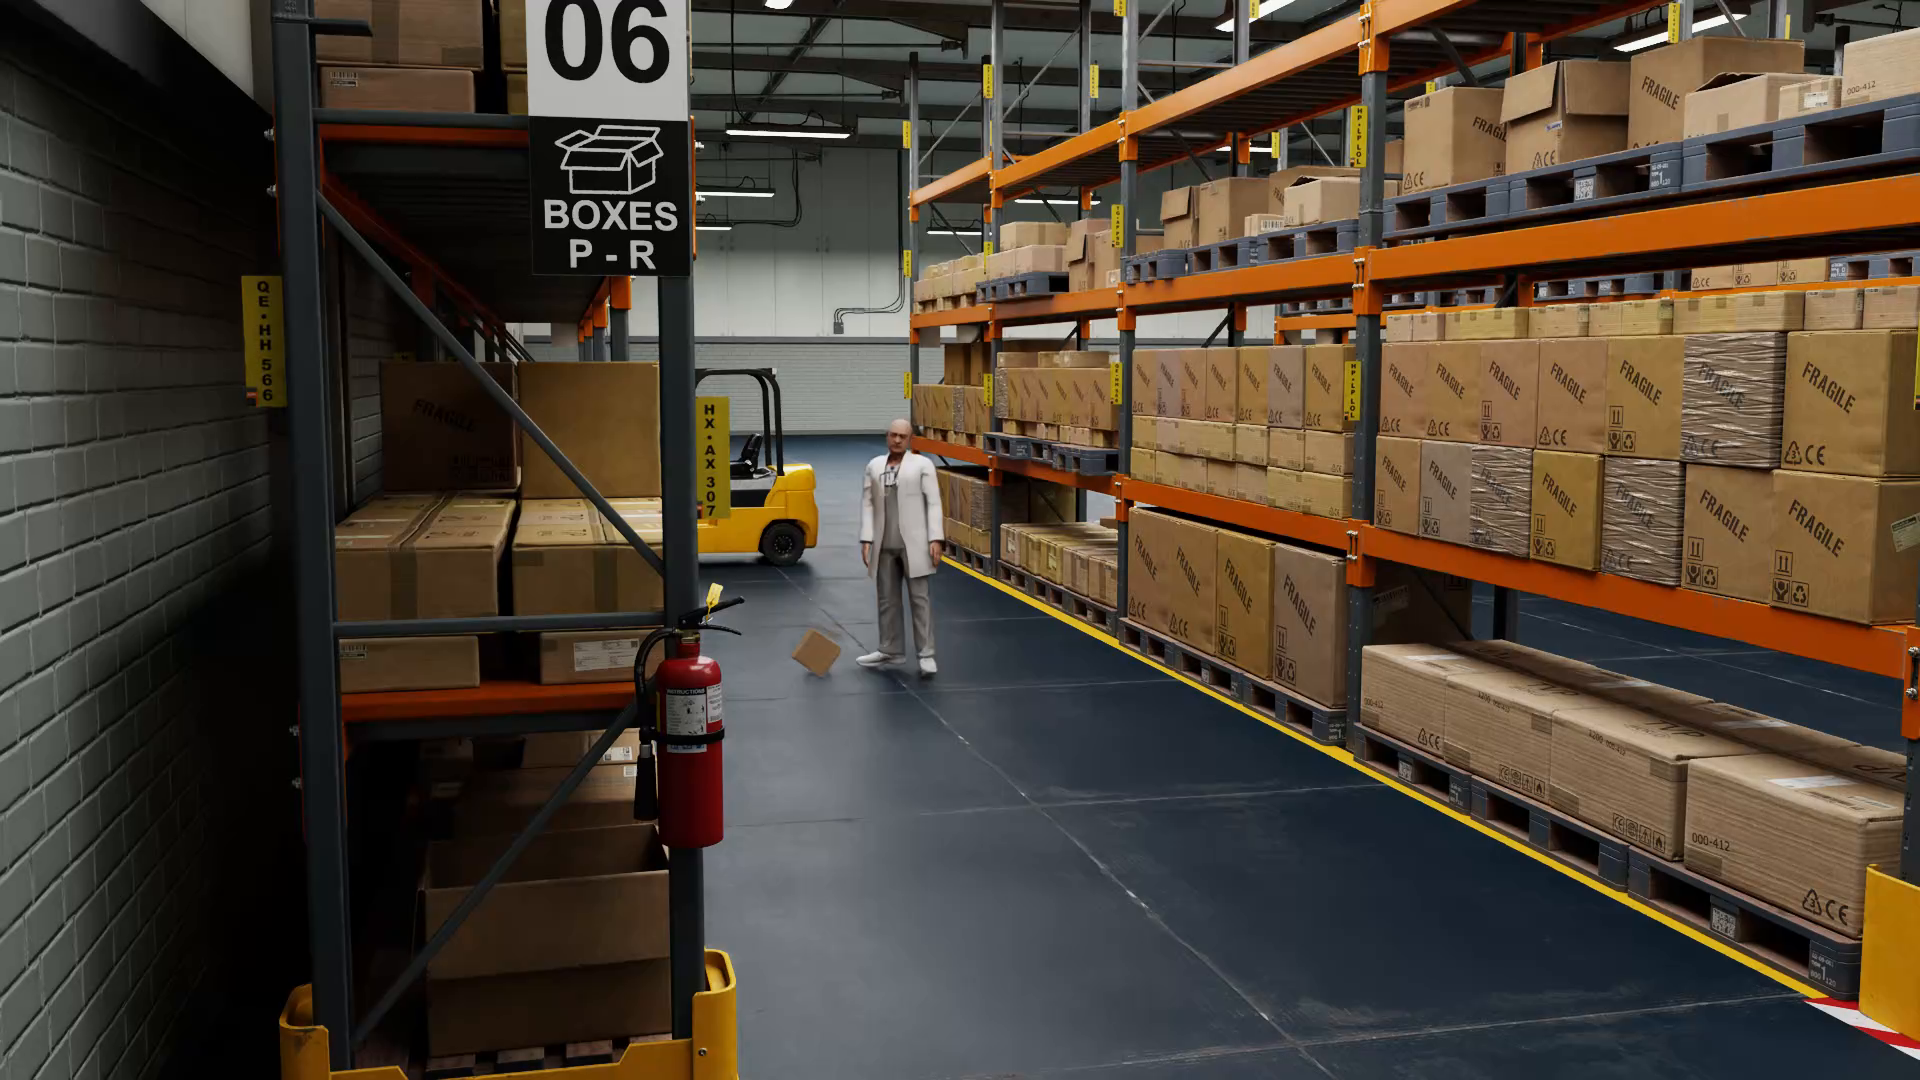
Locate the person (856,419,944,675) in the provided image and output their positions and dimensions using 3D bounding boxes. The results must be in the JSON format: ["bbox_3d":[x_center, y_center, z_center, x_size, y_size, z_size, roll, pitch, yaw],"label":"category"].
[{"bbox_3d":[-0.429,0.033,11.784,0.689,1.778,0.455,2,6,22],"label":"person"}]
